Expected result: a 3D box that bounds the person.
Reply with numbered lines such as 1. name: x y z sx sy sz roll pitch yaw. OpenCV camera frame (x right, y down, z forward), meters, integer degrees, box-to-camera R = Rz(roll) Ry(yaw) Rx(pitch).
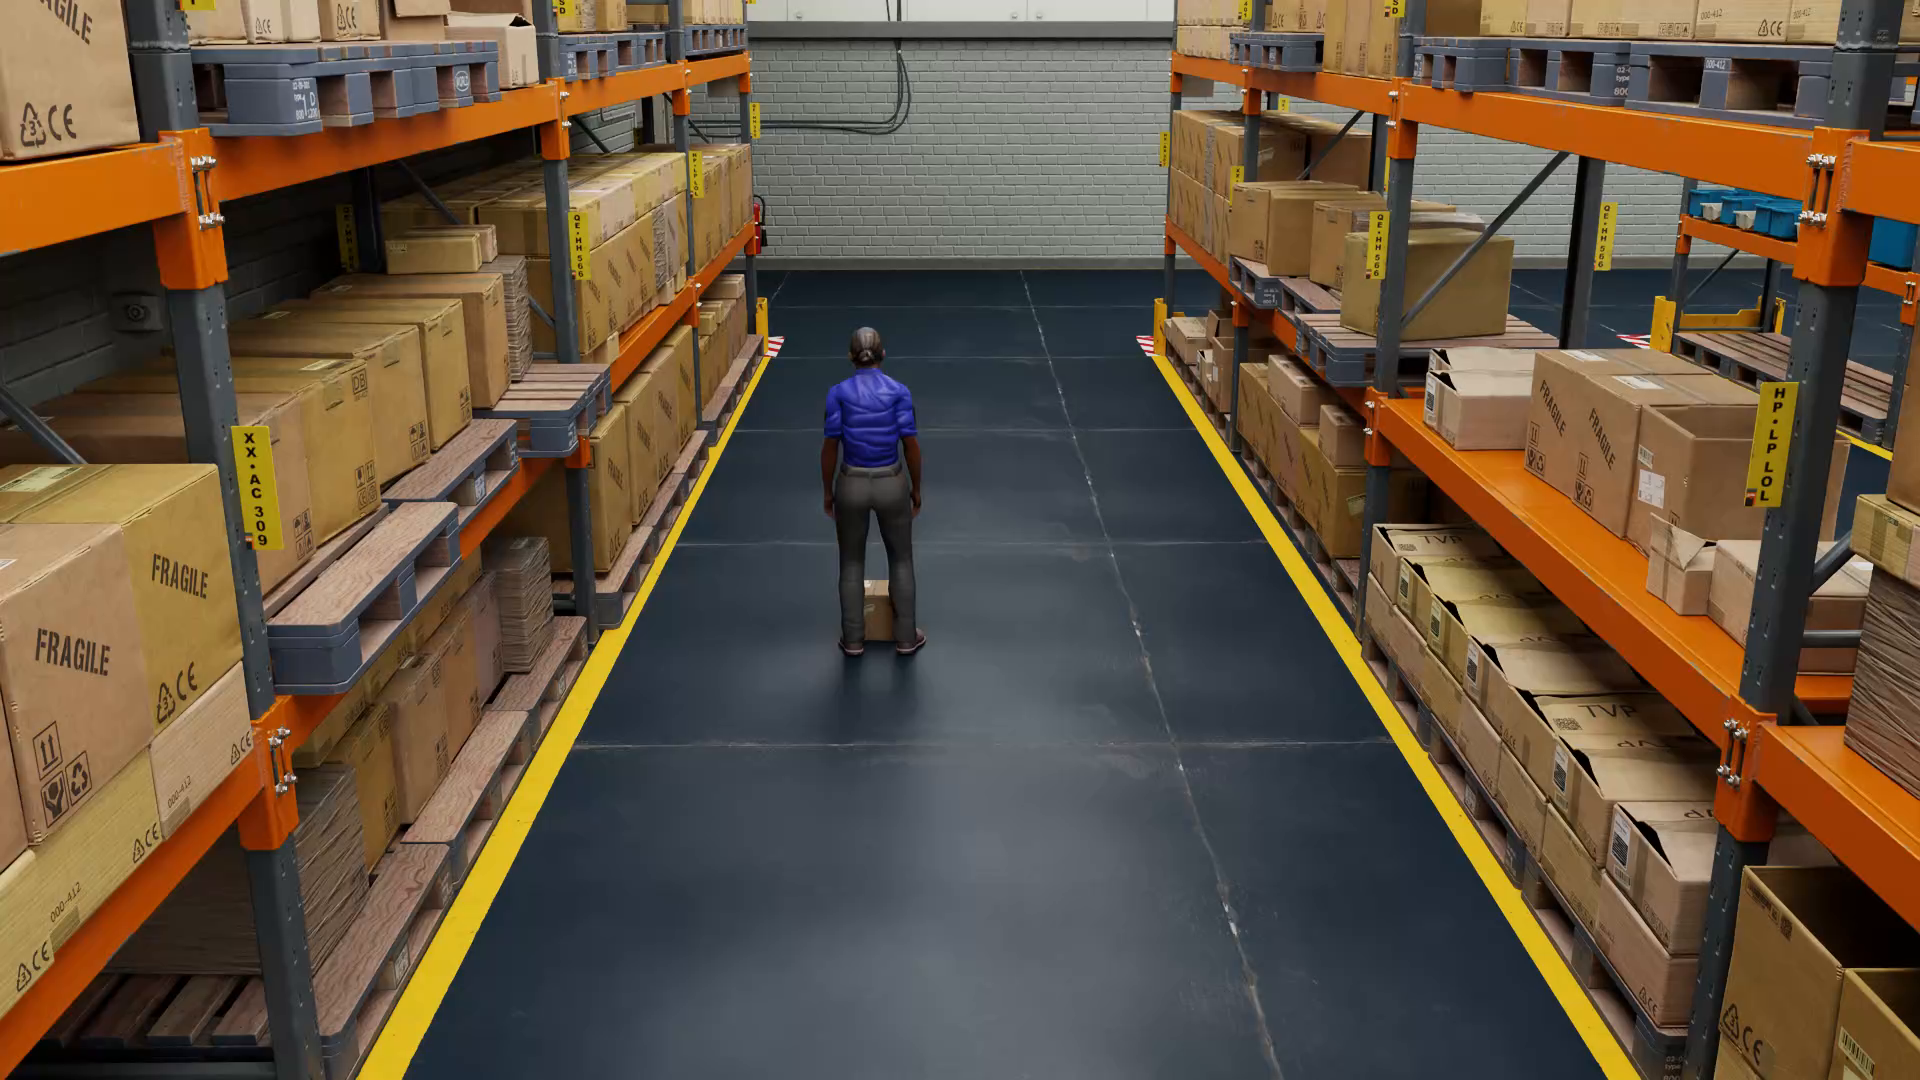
1. person: -0.431 -0.233 8.307 0.511 1.654 0.351 0 17 -1
